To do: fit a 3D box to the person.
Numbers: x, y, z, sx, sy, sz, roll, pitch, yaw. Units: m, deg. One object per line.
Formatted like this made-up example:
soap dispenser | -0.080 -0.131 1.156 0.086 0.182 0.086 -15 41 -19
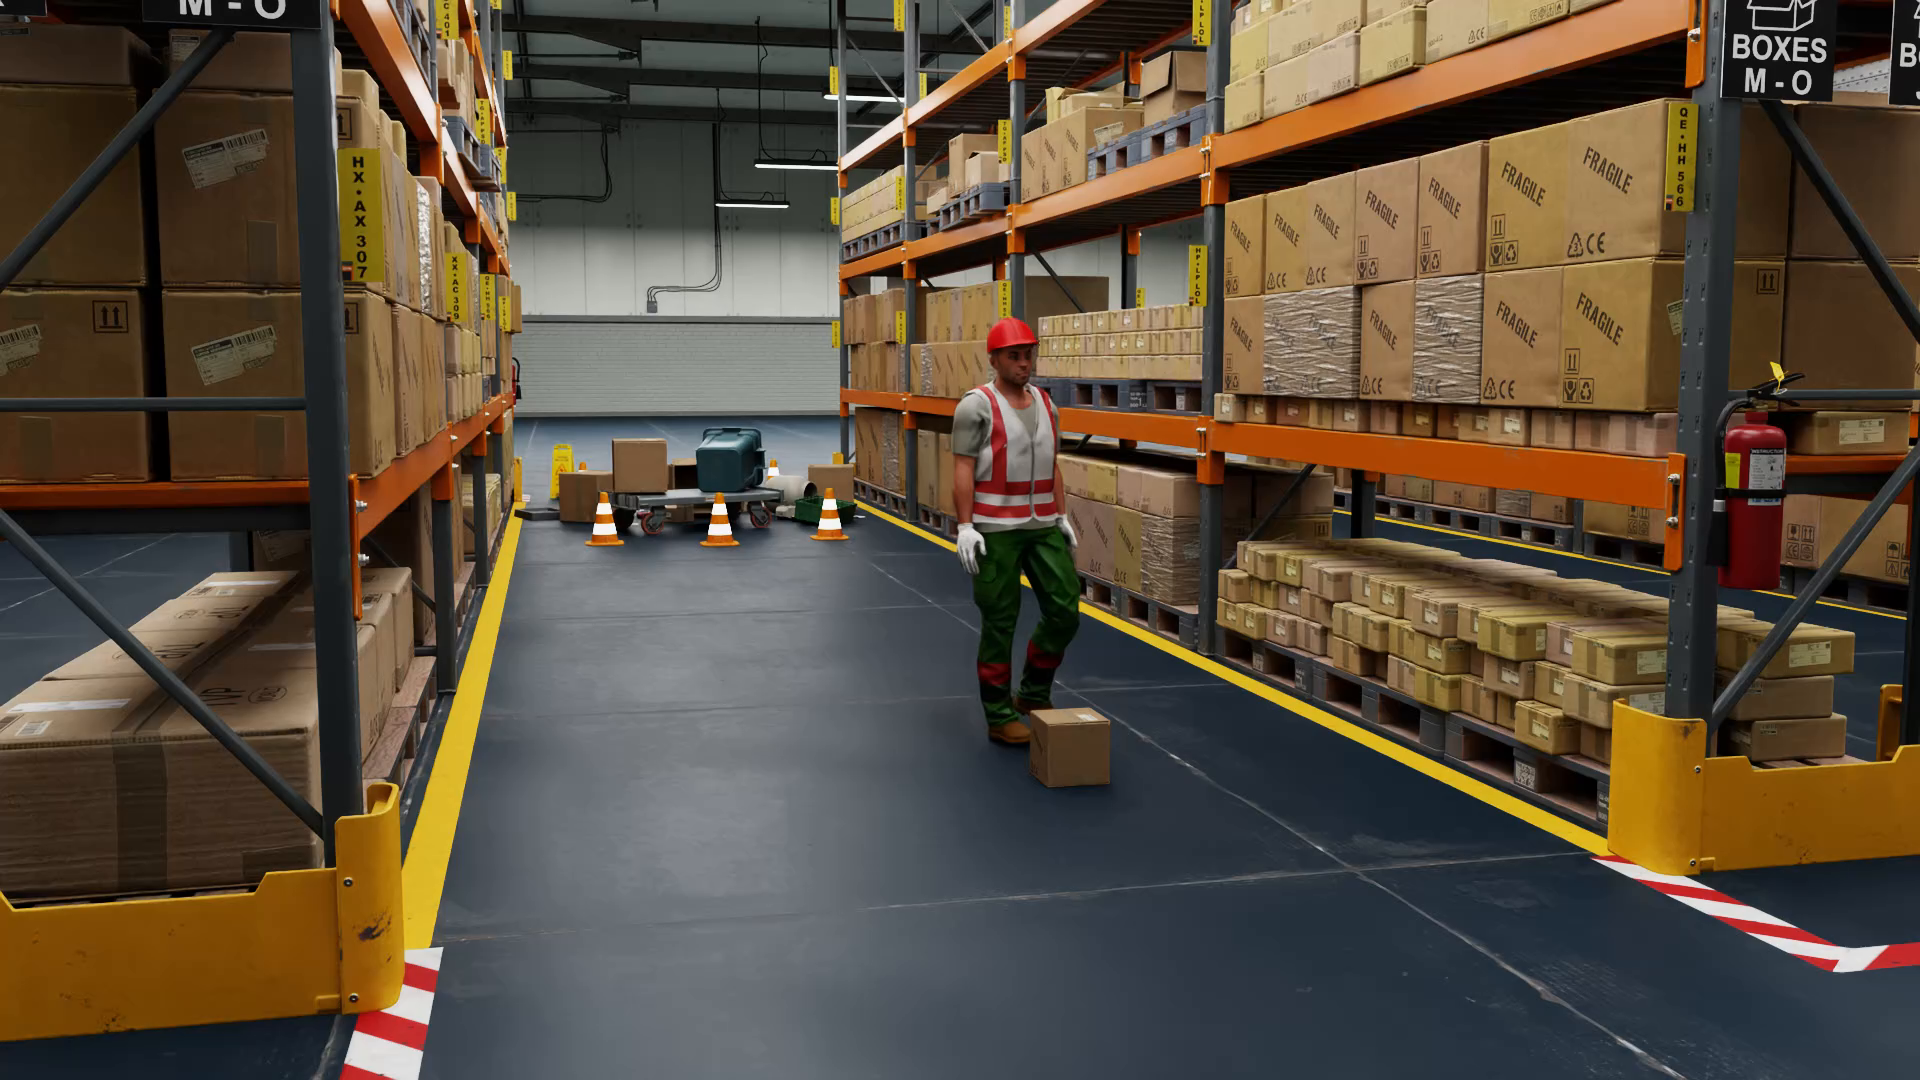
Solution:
person | 0.240 -0.033 7.001 0.592 1.794 0.387 -4 7 -33
